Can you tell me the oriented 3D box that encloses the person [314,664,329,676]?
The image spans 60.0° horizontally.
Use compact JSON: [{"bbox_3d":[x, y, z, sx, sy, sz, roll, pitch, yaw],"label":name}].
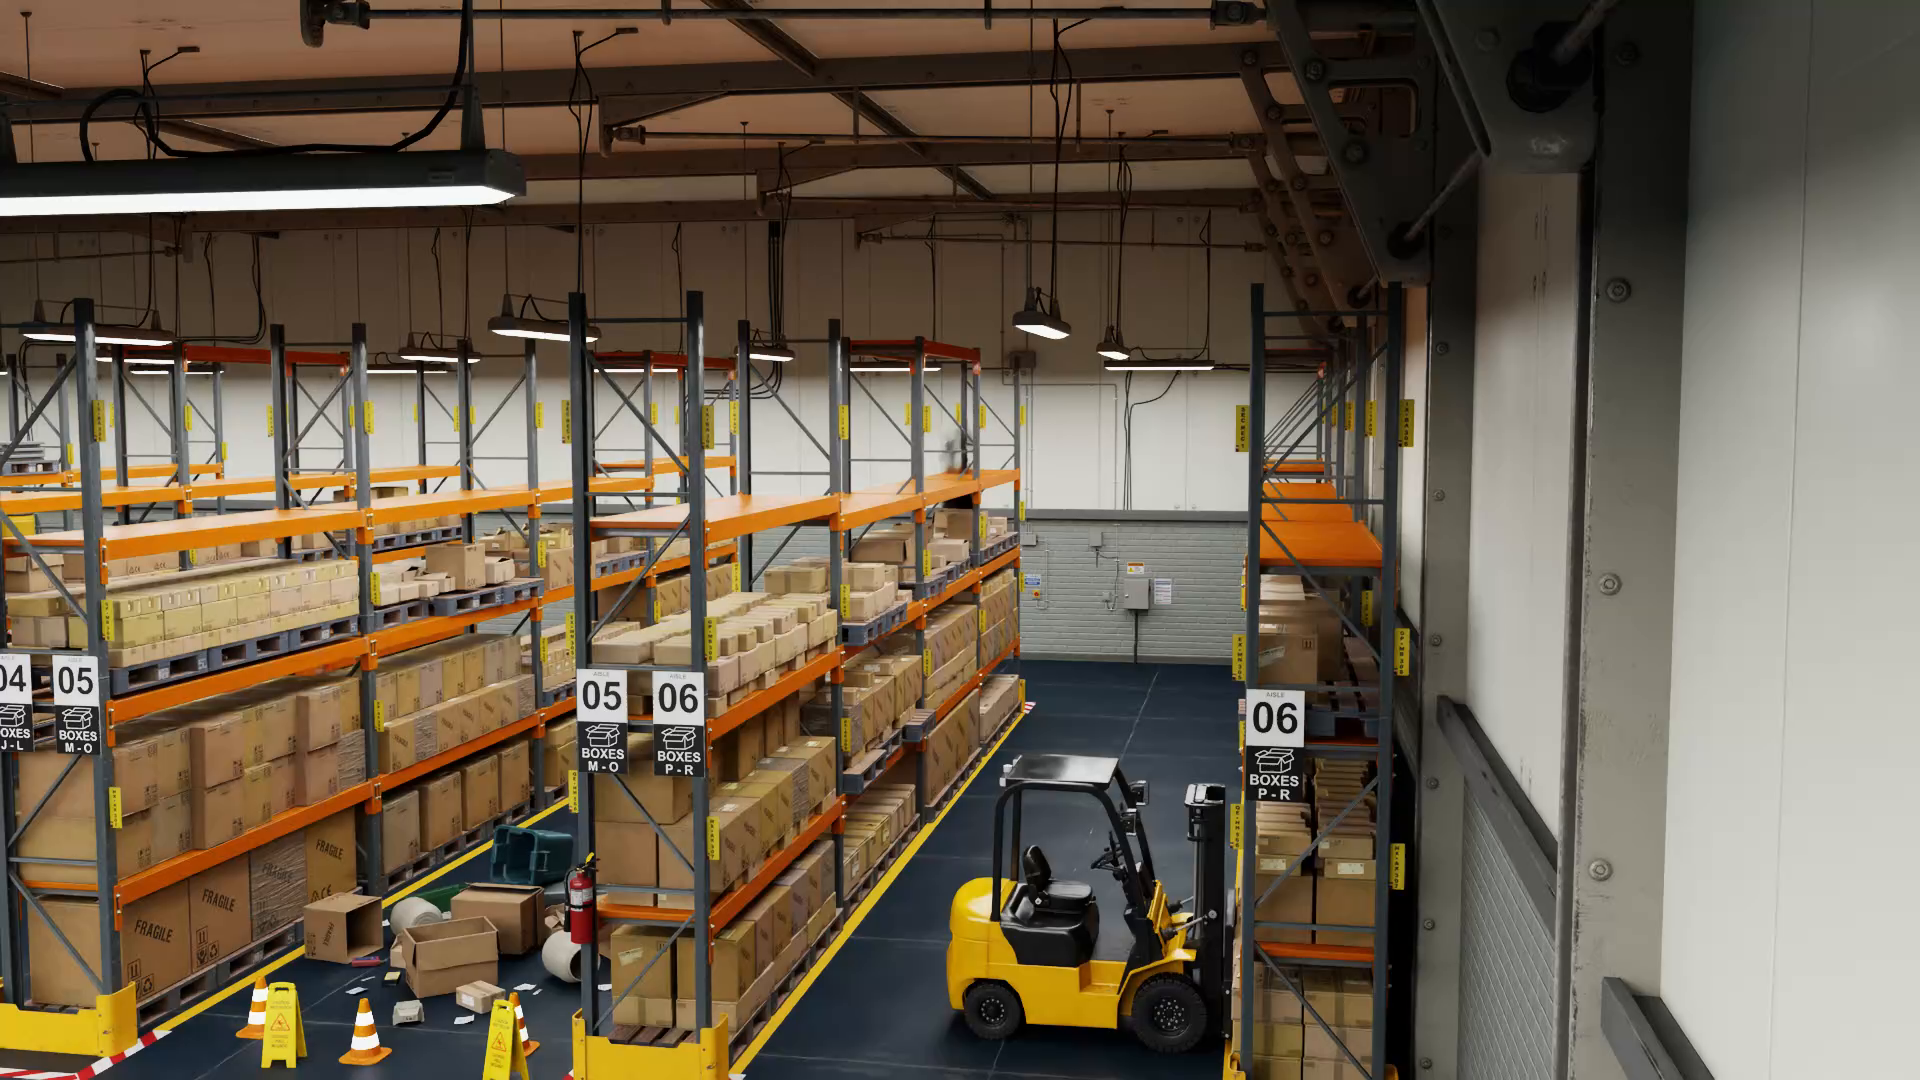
[{"bbox_3d":[-8.695,2.466,22.735,0.643,1.742,0.612,1,5,10],"label":"person"}]
